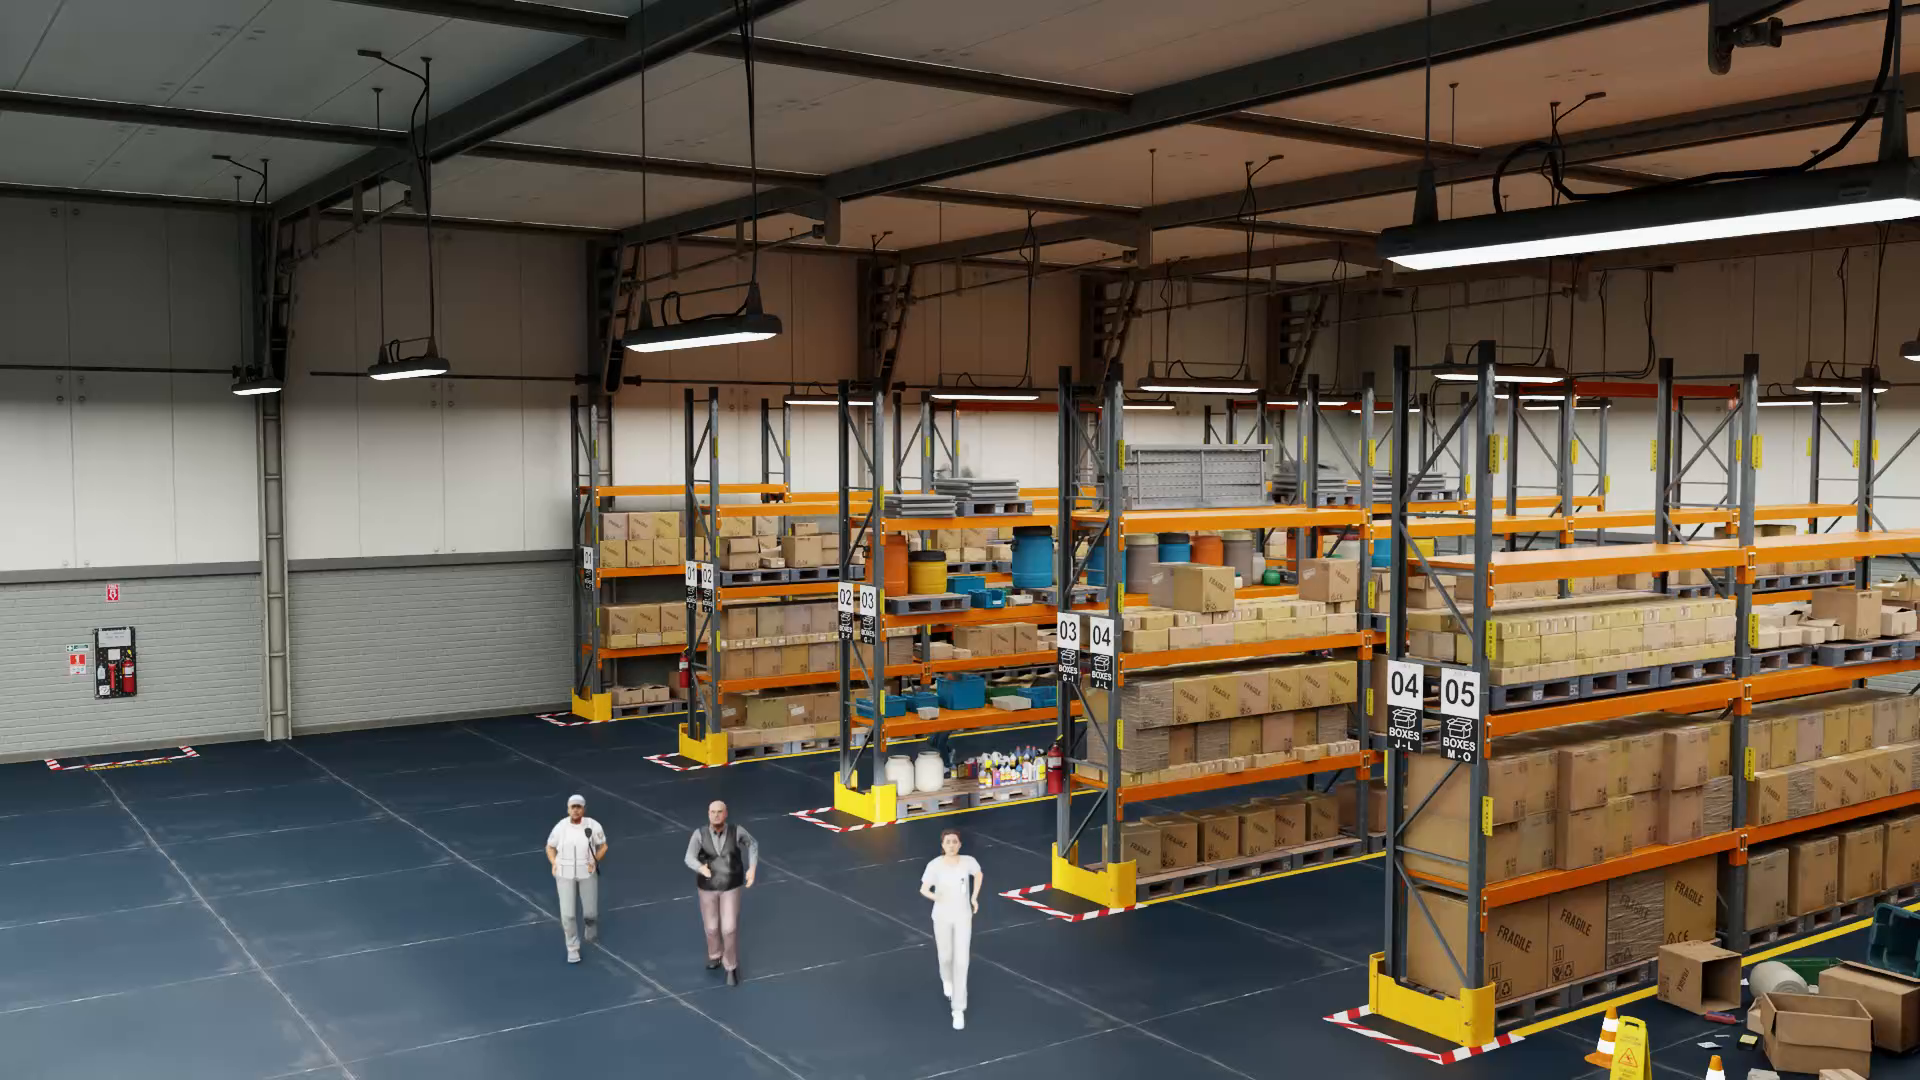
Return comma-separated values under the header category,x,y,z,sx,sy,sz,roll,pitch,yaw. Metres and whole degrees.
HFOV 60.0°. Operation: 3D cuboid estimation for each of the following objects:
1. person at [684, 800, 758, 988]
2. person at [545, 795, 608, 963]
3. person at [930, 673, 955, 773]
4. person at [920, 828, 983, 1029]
category,x,y,z,sx,sy,sz,roll,pitch,yaw
person,-2.280,3.372,15.839,0.675,1.796,0.748,0,3,-2
person,-3.838,3.351,16.643,0.611,1.619,0.645,-1,3,-10
person,-0.230,2.840,25.779,0.512,1.552,0.507,-3,5,-42
person,-0.073,3.410,14.910,0.569,1.673,0.955,0,3,-2
